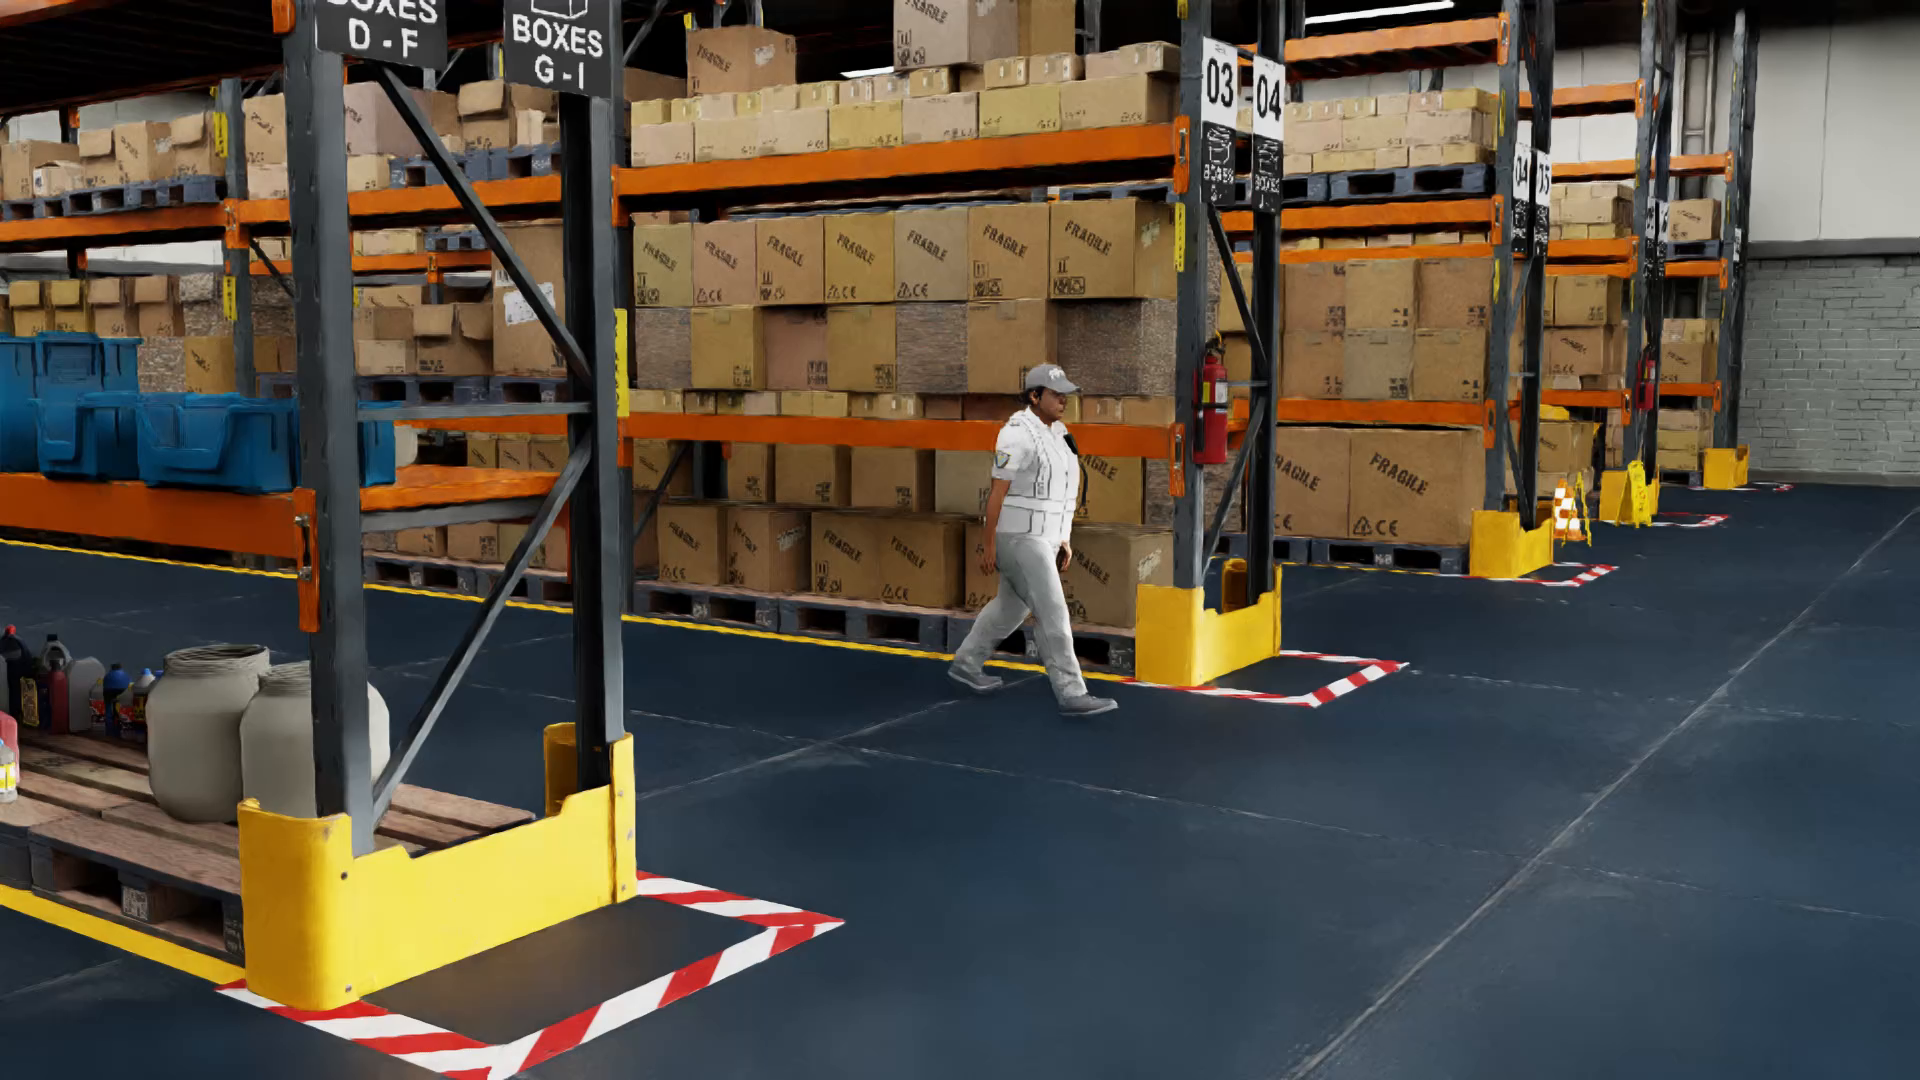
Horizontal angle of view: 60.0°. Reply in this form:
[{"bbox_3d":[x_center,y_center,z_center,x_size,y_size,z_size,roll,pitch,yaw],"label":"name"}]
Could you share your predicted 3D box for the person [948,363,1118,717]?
[{"bbox_3d":[0.356,-0.020,7.771,1.030,1.605,0.484,4,8,32],"label":"person"}]
